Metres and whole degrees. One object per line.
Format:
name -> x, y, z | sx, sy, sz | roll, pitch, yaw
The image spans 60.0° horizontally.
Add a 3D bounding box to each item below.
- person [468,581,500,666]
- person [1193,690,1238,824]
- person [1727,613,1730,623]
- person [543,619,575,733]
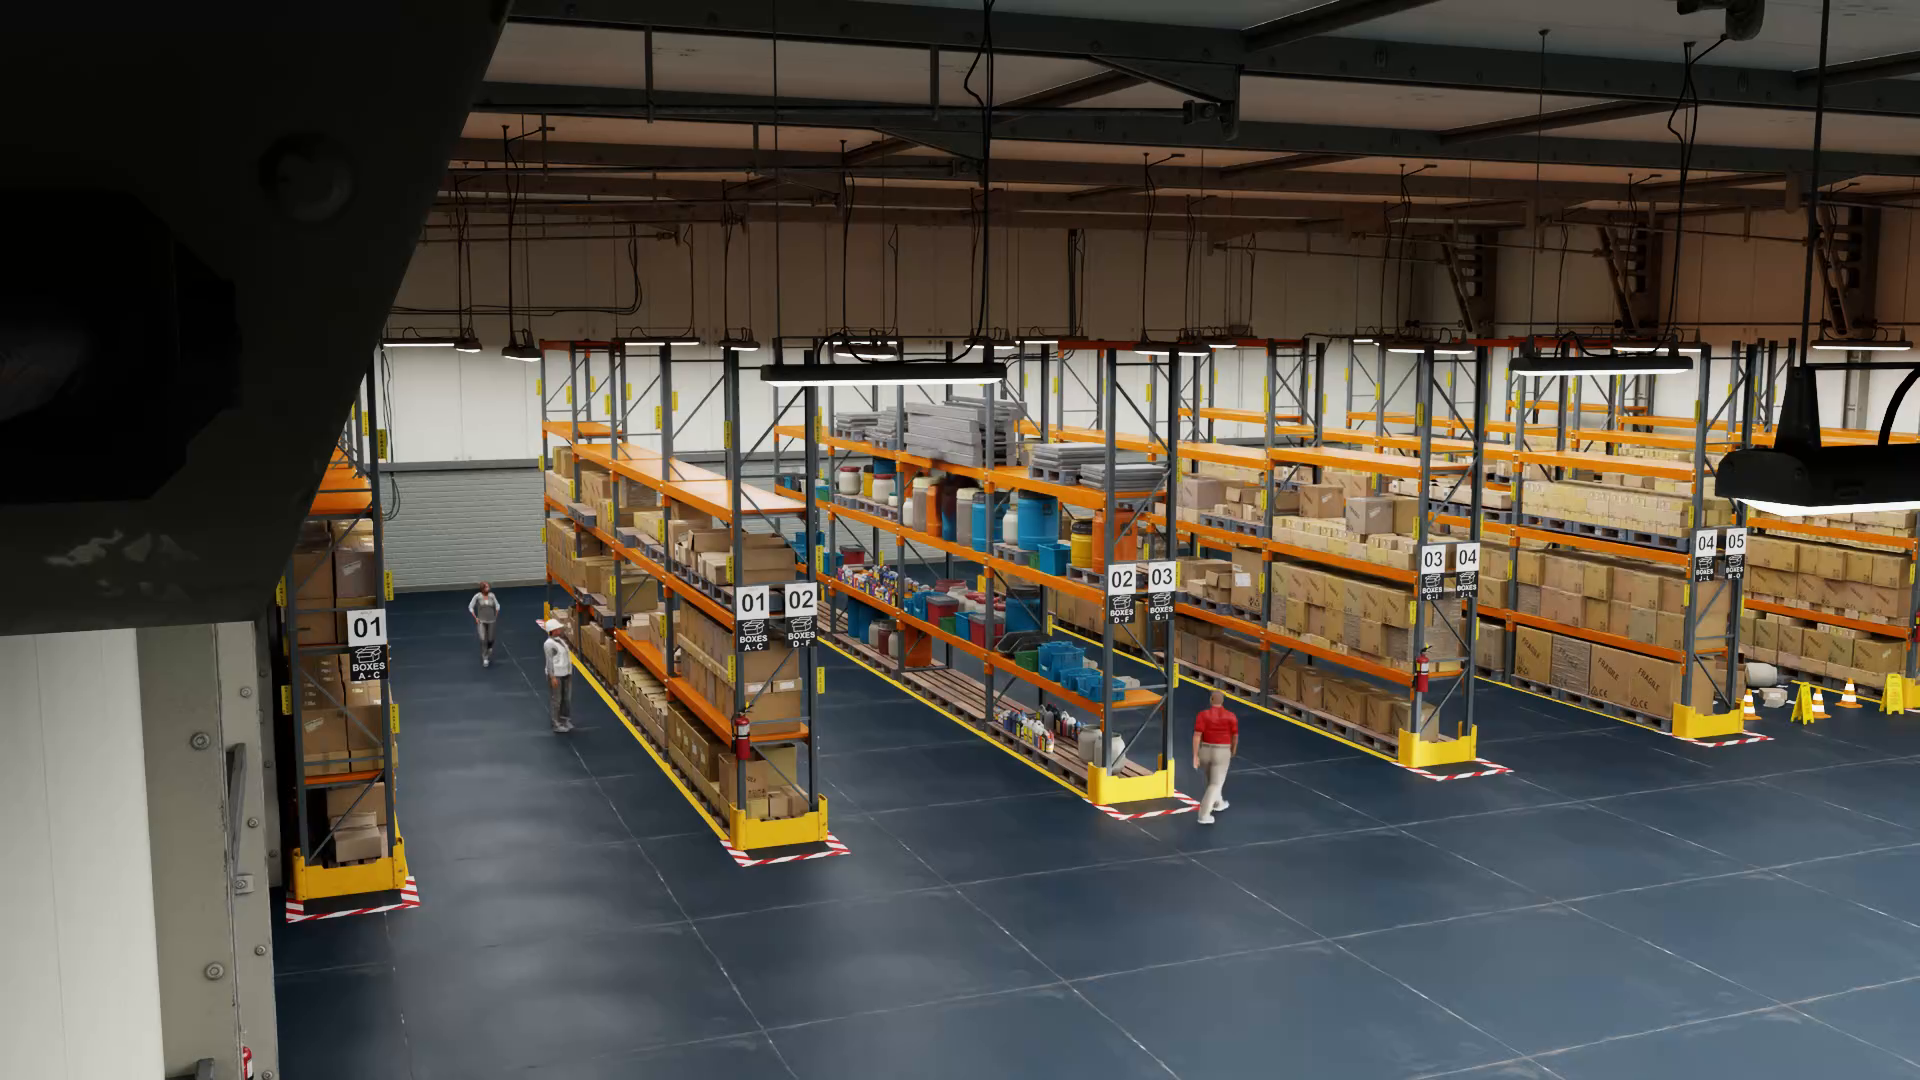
person -> -8.881, 1.537, 31.062 | 0.562, 1.590, 0.648 | -2, 8, -16
person -> 3.314, 2.727, 21.233 | 0.472, 1.670, 1.017 | 6, 10, 38
person -> 15.923, 1.059, 34.275 | 0.477, 1.693, 0.501 | 2, 8, 17
person -> -6.237, 2.112, 25.882 | 0.424, 1.801, 0.598 | 3, 8, 23
